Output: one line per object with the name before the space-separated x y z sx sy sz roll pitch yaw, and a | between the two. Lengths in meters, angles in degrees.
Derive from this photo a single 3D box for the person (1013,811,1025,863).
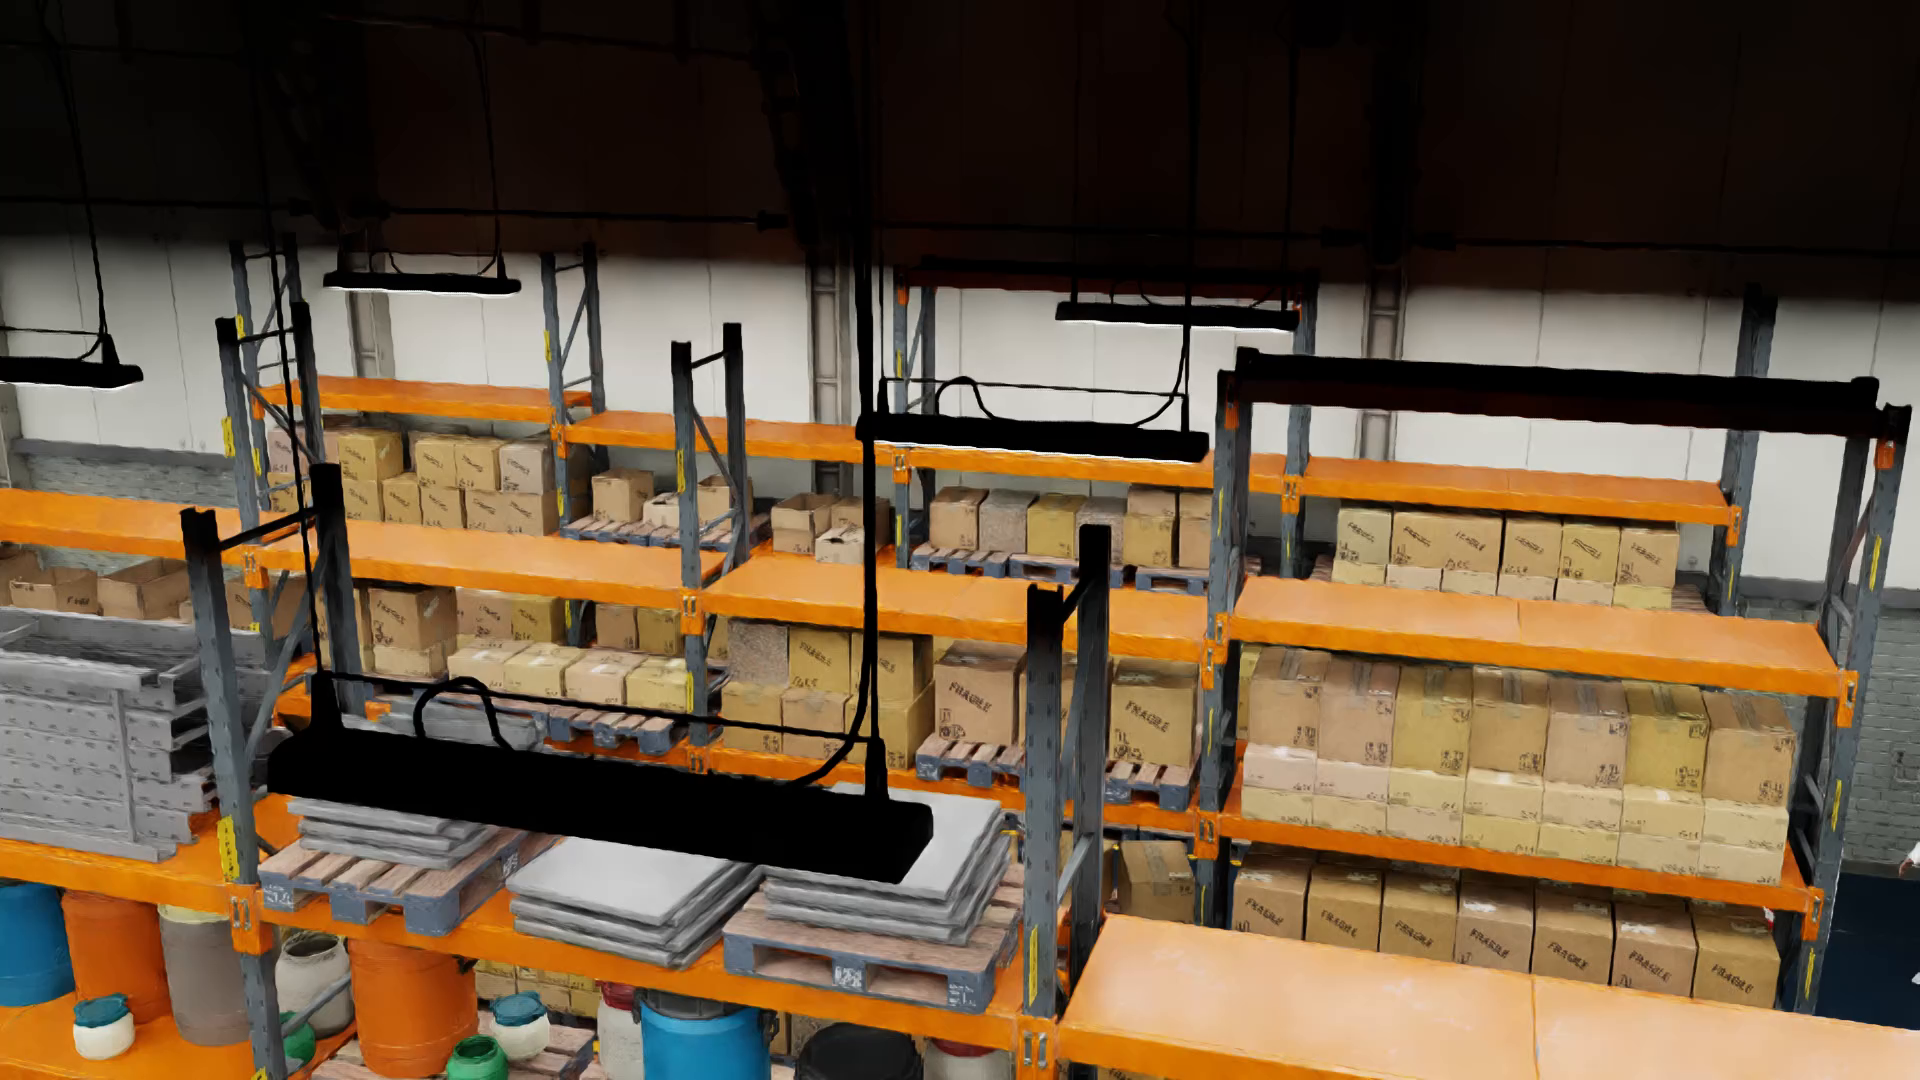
person | 0.708 3.193 14.760 0.494 1.631 0.639 5 17 15

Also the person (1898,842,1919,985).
person | 8.916 3.089 14.908 0.888 1.712 0.728 0 16 0
